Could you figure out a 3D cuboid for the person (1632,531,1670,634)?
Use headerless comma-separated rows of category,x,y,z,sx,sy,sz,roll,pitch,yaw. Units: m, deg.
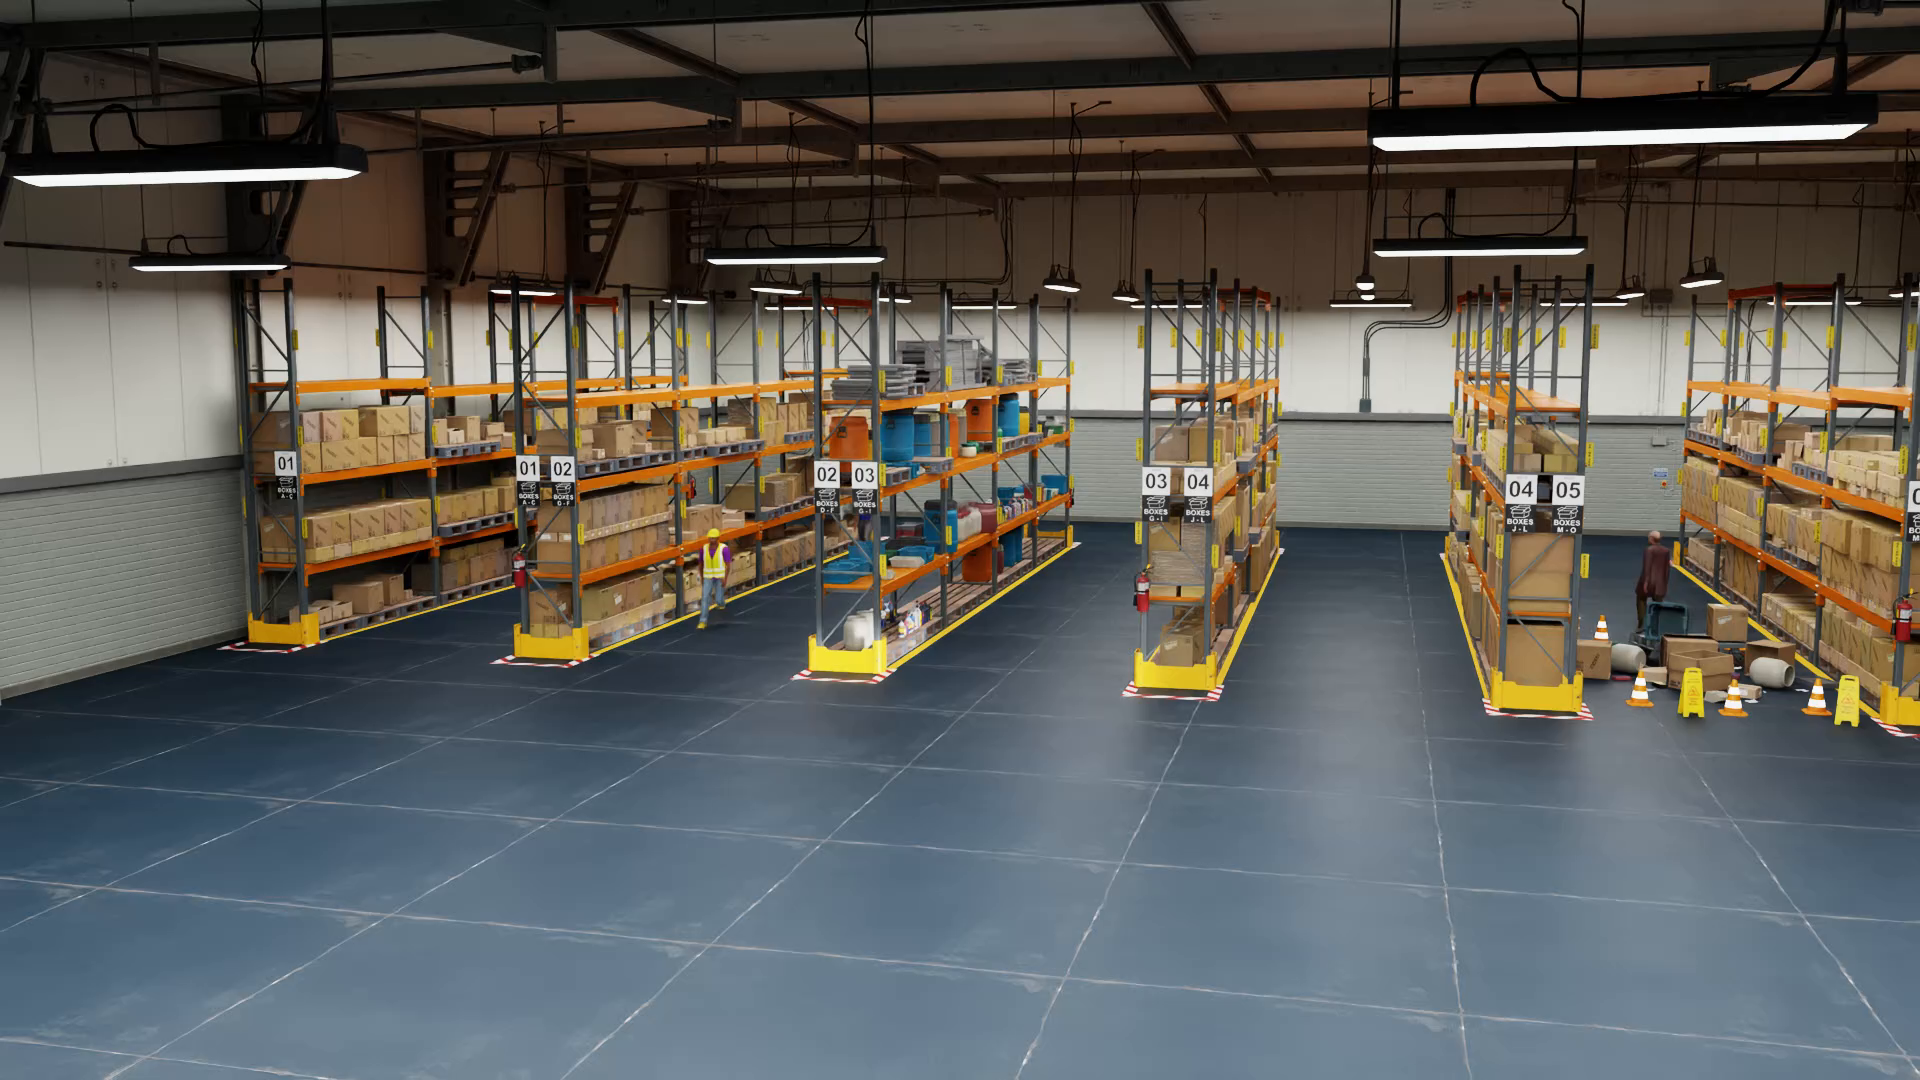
person,11.800,0.760,28.223,0.572,1.816,0.593,1,7,5

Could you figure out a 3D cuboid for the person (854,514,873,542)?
person,-2.158,-0.335,37.809,0.448,1.581,1.039,2,7,13

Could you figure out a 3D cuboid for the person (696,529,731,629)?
person,-4.284,0.656,28.932,0.584,1.705,0.986,0,7,1

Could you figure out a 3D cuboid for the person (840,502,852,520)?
person,-3.105,-1.242,45.194,0.556,1.614,1.042,2,7,16
